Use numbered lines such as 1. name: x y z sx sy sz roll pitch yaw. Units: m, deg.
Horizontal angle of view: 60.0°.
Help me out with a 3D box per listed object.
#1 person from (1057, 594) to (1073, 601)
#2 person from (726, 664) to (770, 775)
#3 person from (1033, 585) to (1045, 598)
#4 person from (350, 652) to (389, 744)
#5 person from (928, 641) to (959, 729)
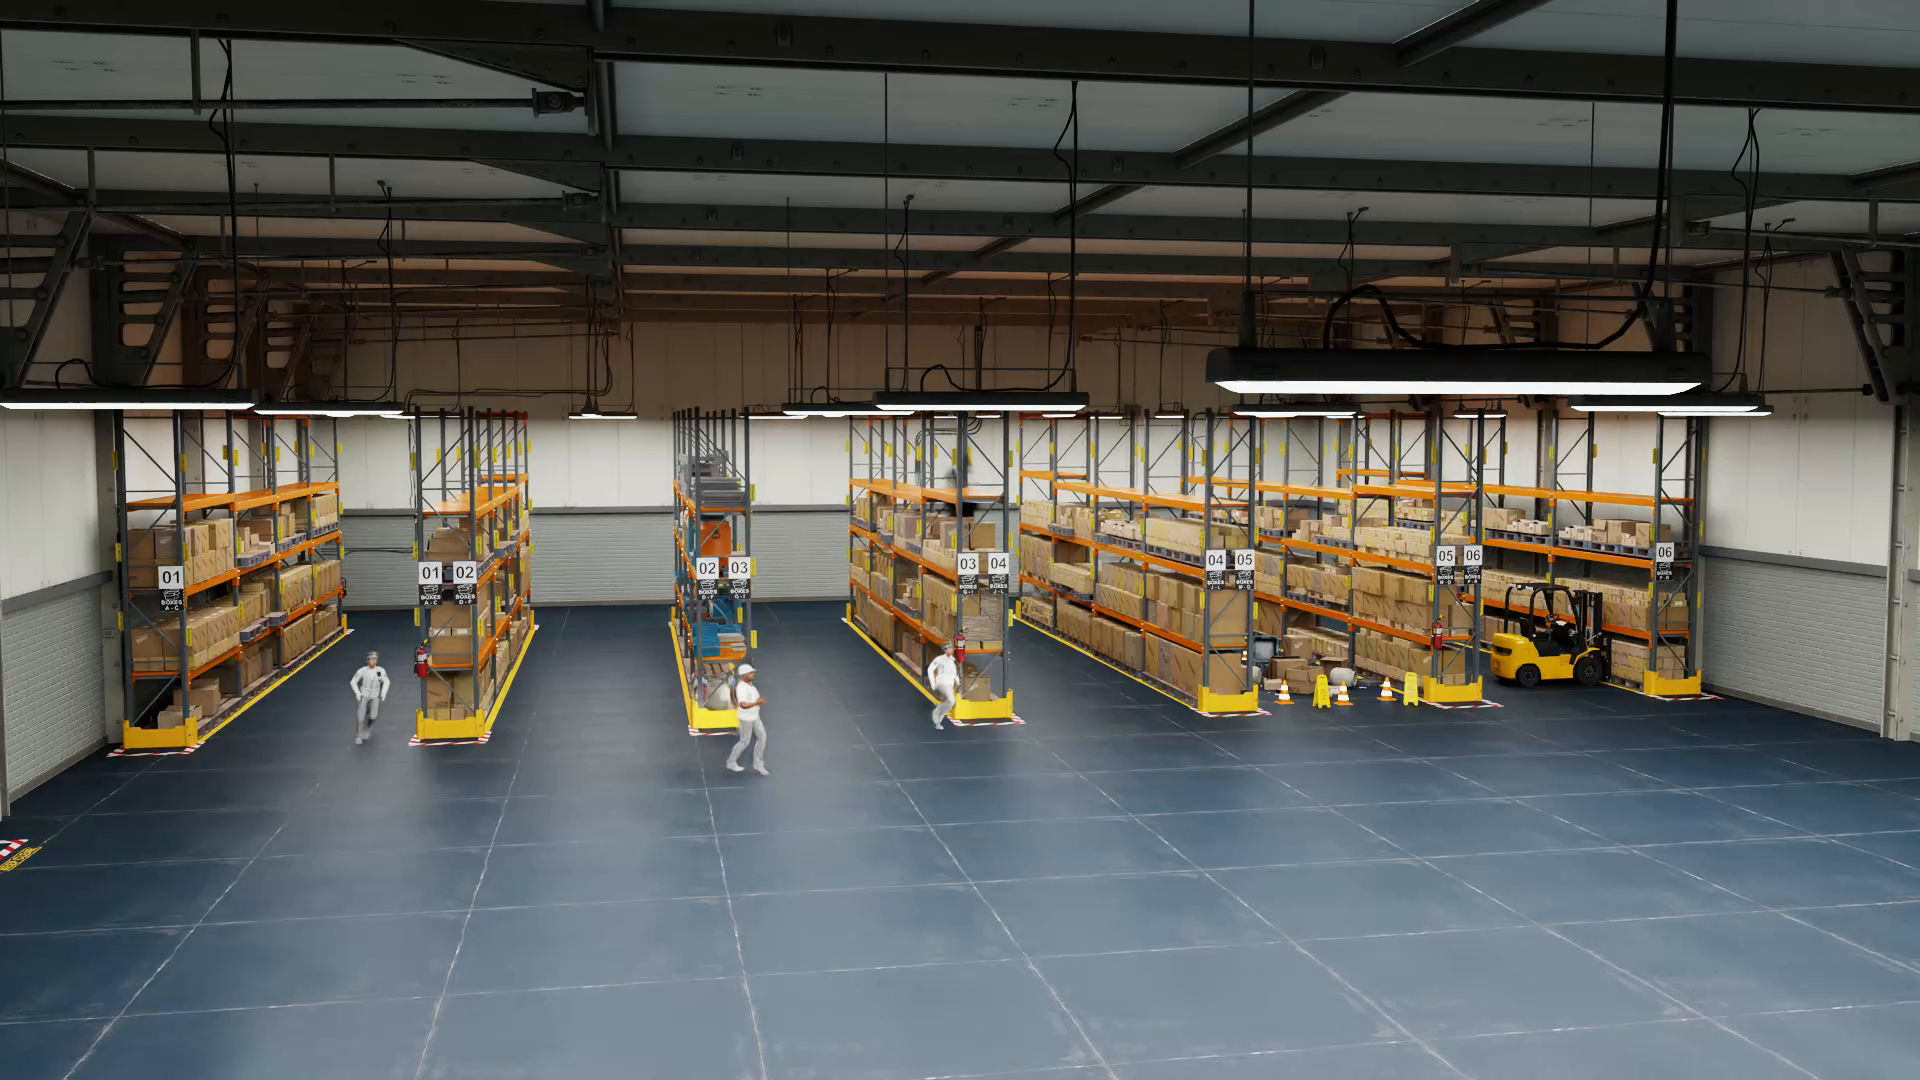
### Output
1. person: 3.001 1.284 50.111 1.069 1.722 0.723 0 4 -6
2. person: -3.429 2.921 26.920 0.731 1.824 0.676 1 4 12
3. person: 2.346 1.380 49.693 0.561 1.620 0.600 -1 4 -20
4. person: -10.498 2.805 29.621 0.672 1.640 0.507 -2 4 -23
5. person: -0.221 2.702 31.032 0.527 1.621 0.633 4 5 42
